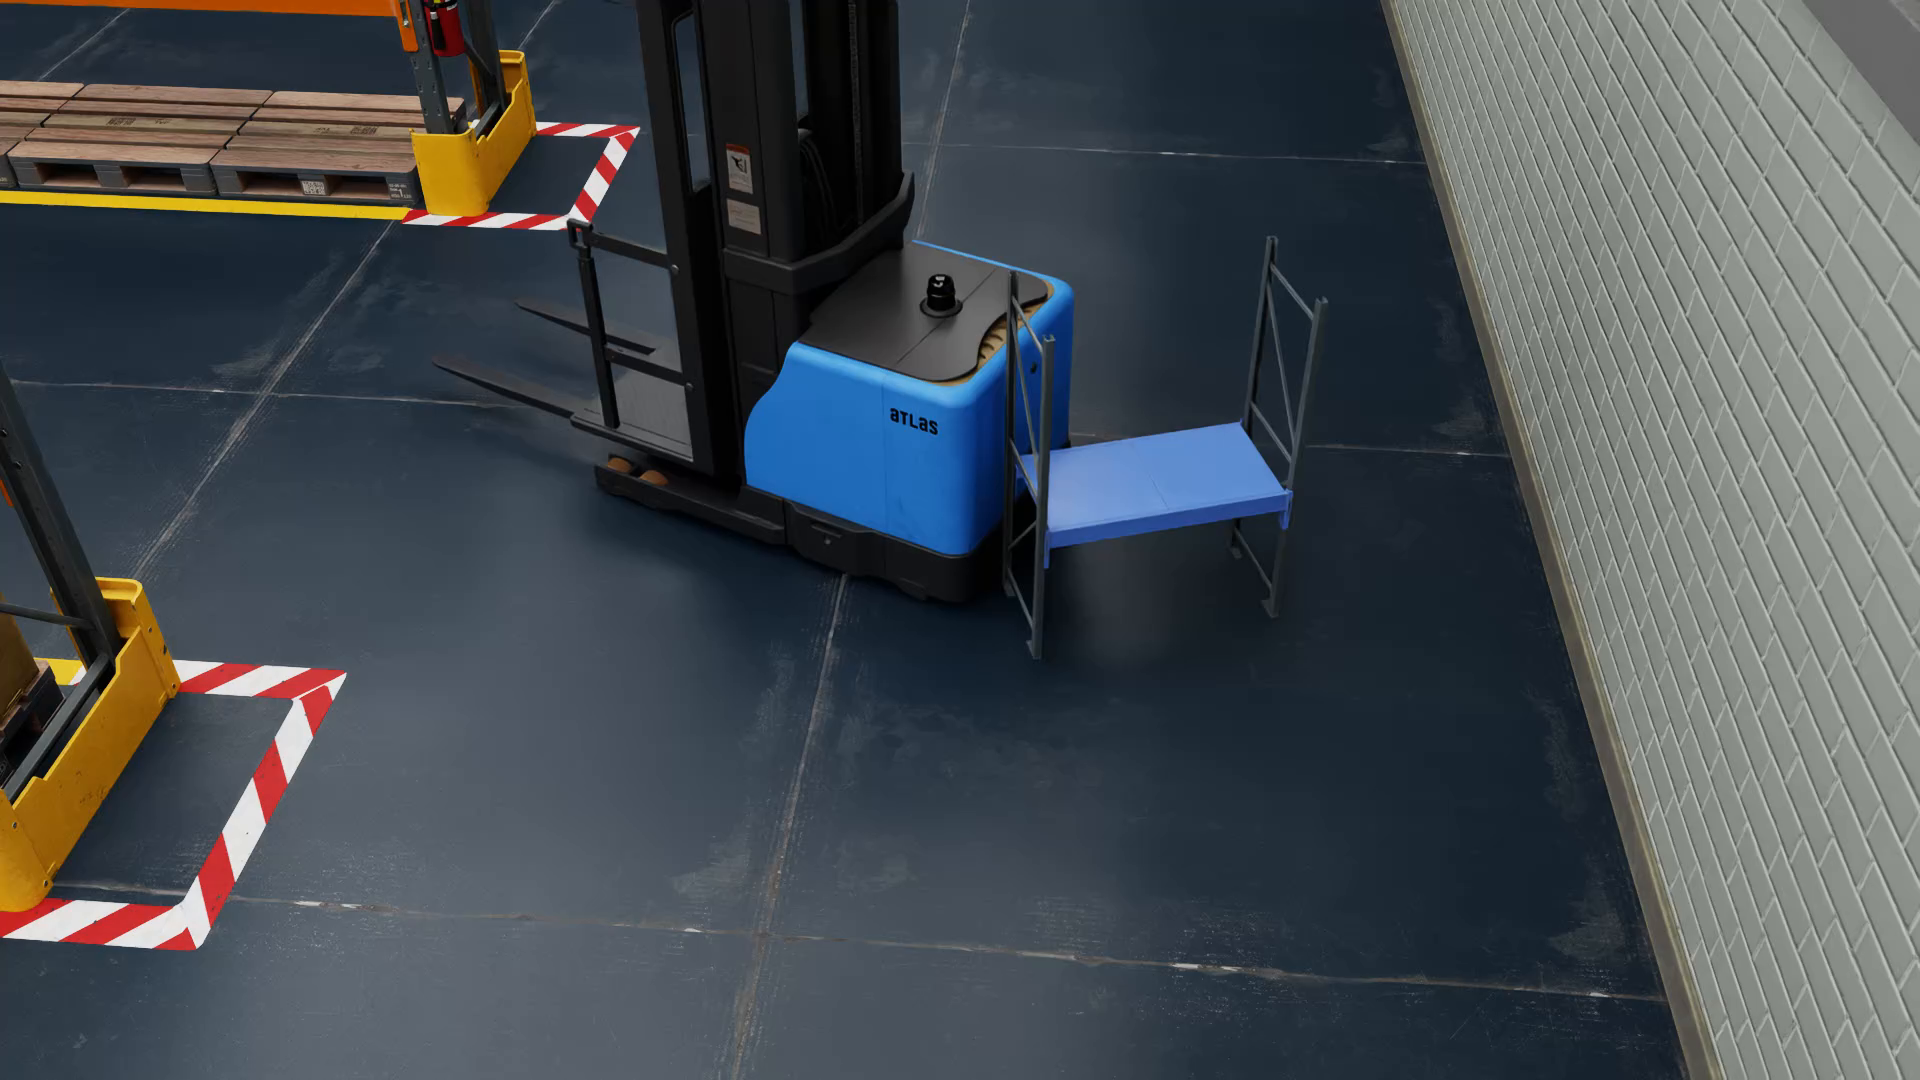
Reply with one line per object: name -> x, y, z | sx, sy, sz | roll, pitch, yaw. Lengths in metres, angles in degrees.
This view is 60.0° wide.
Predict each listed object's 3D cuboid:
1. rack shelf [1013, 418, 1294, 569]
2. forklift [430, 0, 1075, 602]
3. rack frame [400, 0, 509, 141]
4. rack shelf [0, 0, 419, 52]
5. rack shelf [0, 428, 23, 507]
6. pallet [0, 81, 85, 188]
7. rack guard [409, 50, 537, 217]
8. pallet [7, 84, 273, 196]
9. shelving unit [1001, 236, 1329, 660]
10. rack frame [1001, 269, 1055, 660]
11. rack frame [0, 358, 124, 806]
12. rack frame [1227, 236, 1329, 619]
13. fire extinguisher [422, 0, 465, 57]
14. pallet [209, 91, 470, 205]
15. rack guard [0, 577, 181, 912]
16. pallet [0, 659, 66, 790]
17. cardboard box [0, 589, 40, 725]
rack shelf -> 0.743, -0.194, 6.586 | 1.000, 0.185, 0.538 | -9, 40, -11
forklift -> -1.054, -1.551, 6.833 | 3.031, 2.935, 1.130 | 19, 43, 22
rack frame -> -2.879, -3.380, 9.027 | 0.127, 3.000, 1.000 | 3, 39, 4
rack shelf -> -4.871, -3.210, 9.388 | 4.000, 0.370, 1.077 | 3, 39, 4
rack shelf -> -5.299, -0.095, 5.561 | 4.000, 0.370, 1.077 | 3, 39, 4
pallet -> -6.128, -2.501, 10.155 | 1.213, 0.211, 1.003 | 3, 39, 4
rack guard -> -2.854, -2.418, 9.824 | 0.348, 0.500, 1.175 | 3, 39, 4
pallet -> -4.909, -2.436, 10.076 | 1.213, 0.211, 1.003 | 3, 39, 4
shelving unit -> 0.743, -0.334, 6.472 | 1.048, 1.500, 0.538 | -9, 40, -11
rack frame -> 0.251, -0.255, 6.375 | 0.032, 1.500, 0.500 | -9, 40, -11
rack frame -> -3.306, -0.265, 5.200 | 0.127, 3.000, 1.000 | 3, 39, 4
rack frame -> 1.236, -0.413, 6.570 | 0.032, 1.500, 0.500 | -9, 40, -11
fire extinguisher -> -2.768, -2.912, 8.808 | 0.183, 0.674, 0.296 | 3, 39, 4
pallet -> -3.697, -2.368, 9.992 | 1.213, 0.211, 1.003 | 3, 39, 4
rack guard -> -3.282, 0.705, 5.987 | 0.348, 0.500, 1.175 | 3, 39, 4
pallet -> -4.110, 0.822, 6.073 | 1.213, 0.211, 1.003 | 3, 39, 4
cardboard box -> -3.951, 0.411, 5.719 | 0.875, 0.875, 0.875 | 3, 39, 4
